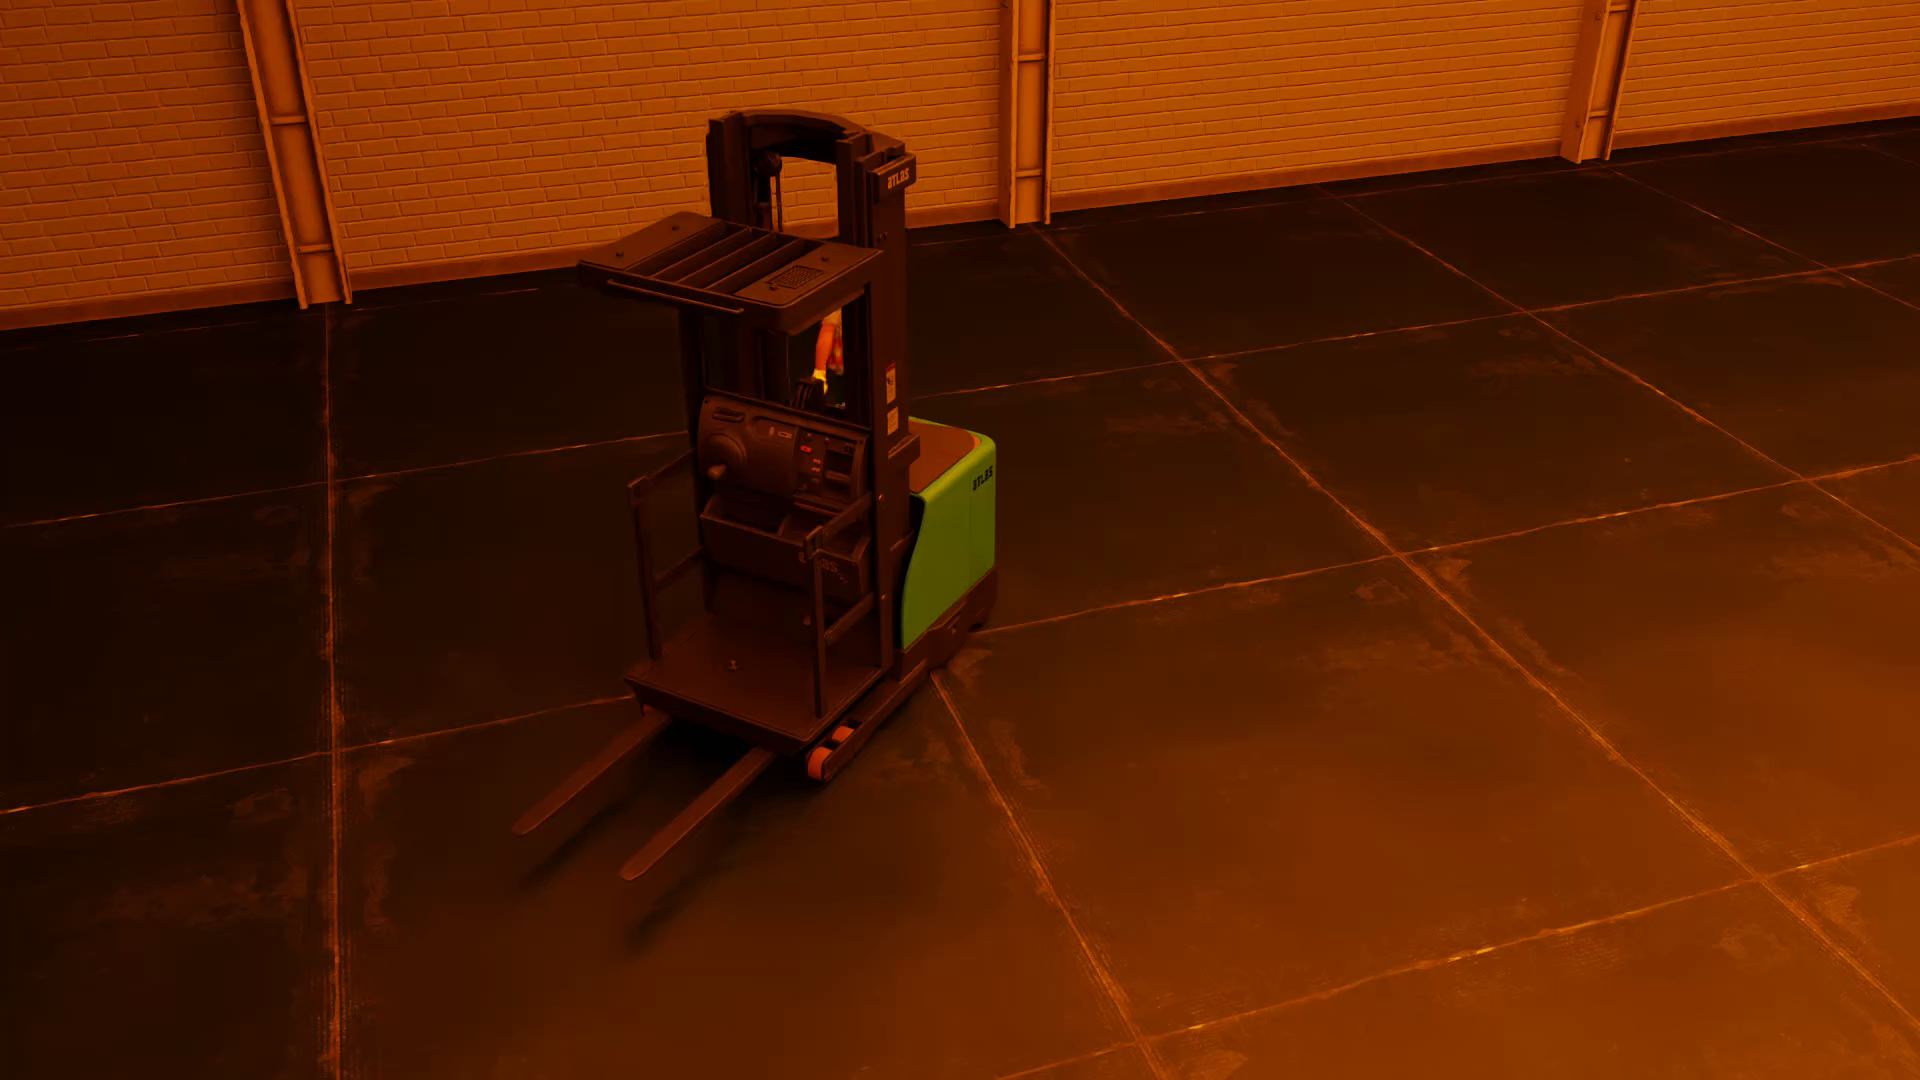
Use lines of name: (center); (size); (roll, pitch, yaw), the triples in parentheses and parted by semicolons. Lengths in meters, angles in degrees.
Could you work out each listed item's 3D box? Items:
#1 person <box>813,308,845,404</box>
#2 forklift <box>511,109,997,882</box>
person: (-0.629, -1.080, 10.198); (0.464, 1.750, 0.887); (13, 32, 21)
forklift: (-0.954, -0.367, 7.724); (1.130, 2.935, 3.031); (16, 33, 25)
